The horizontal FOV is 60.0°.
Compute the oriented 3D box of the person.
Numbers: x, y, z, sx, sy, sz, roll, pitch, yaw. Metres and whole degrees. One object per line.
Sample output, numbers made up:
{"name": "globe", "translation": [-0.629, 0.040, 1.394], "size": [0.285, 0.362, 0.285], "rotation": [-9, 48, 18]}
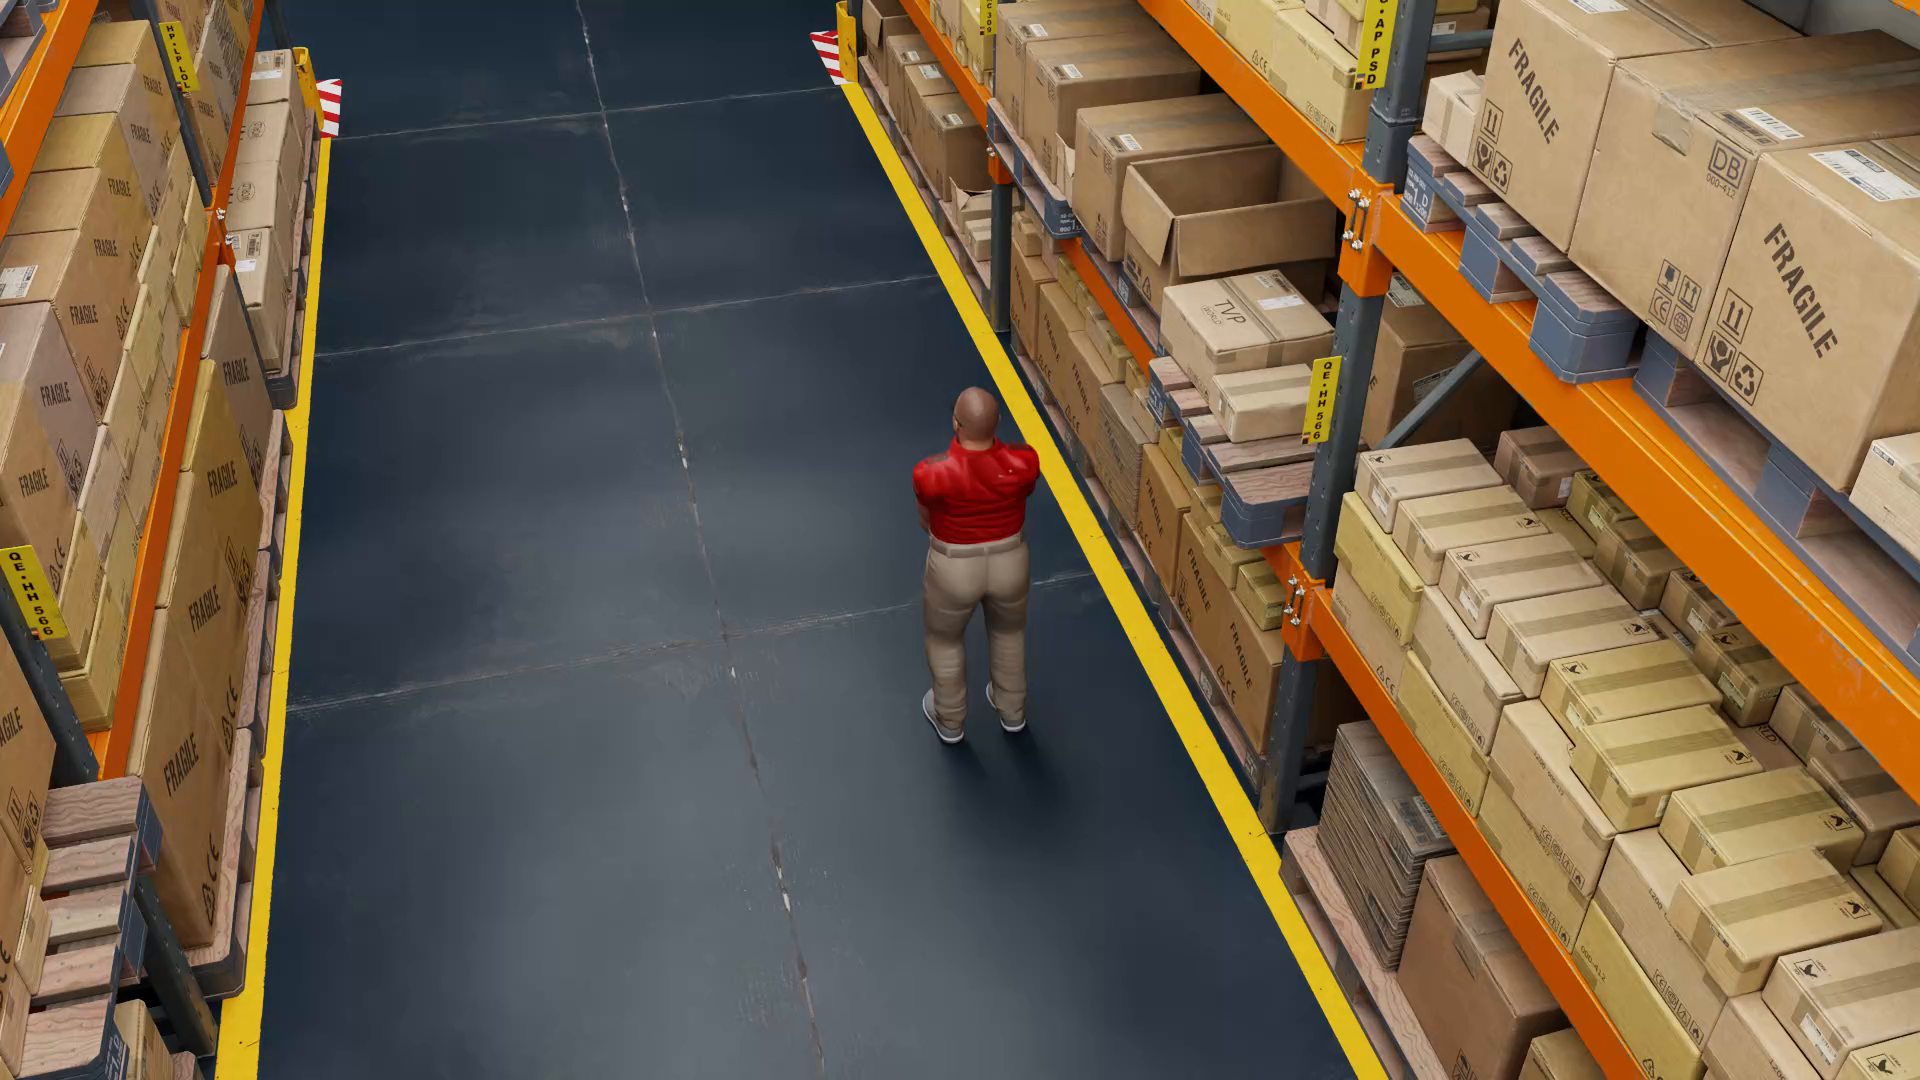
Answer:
{"name": "person", "translation": [0.034, 0.047, 6.679], "size": [0.494, 1.717, 0.530], "rotation": [-9, 39, -11]}
